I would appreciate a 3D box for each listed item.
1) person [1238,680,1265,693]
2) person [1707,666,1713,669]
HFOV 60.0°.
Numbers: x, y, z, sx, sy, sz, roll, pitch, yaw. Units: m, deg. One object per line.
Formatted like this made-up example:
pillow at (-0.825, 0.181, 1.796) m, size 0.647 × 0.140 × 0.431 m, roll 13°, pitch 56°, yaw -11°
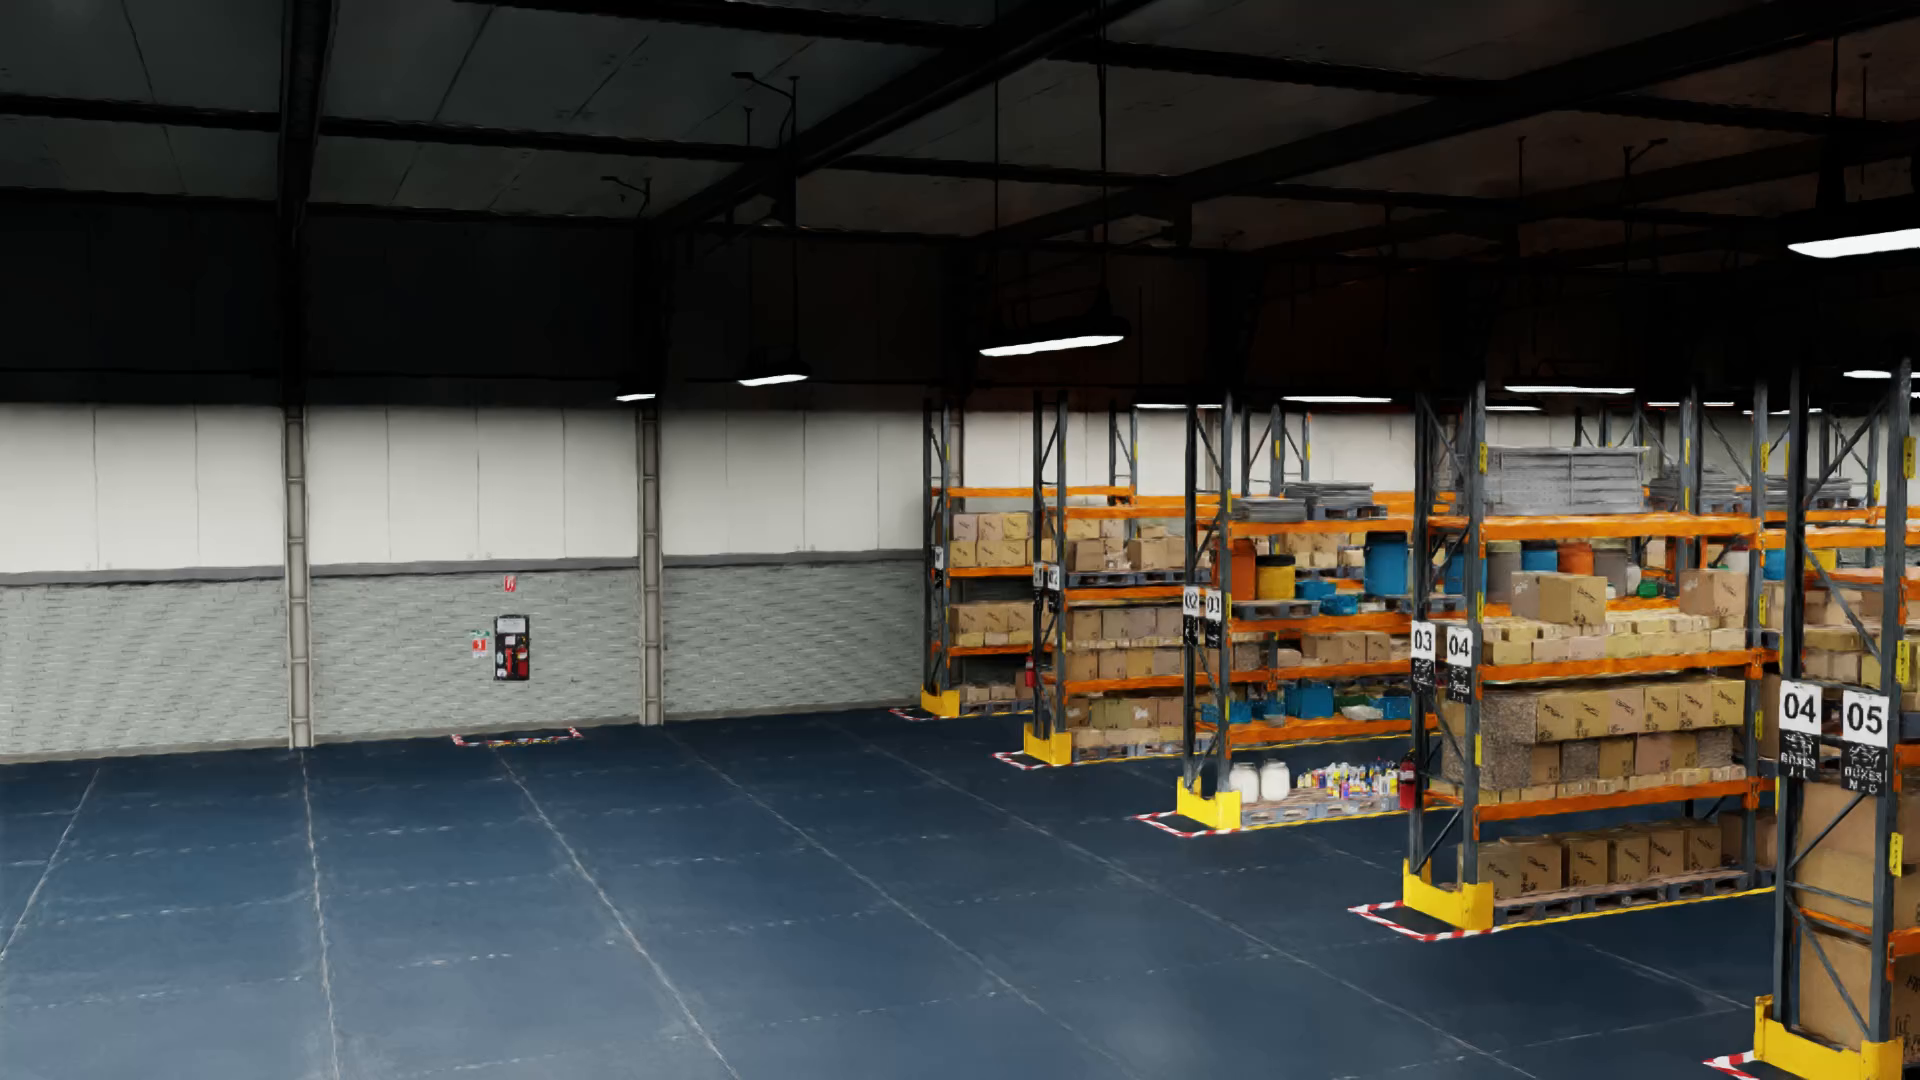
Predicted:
person at (5.448, 2.520, 31.154) m, size 1.019 × 1.612 × 0.456 m, roll -1°, pitch 4°, yaw -24°
person at (13.538, 2.641, 29.589) m, size 0.510 × 1.581 × 0.625 m, roll -2°, pitch 4°, yaw -25°
